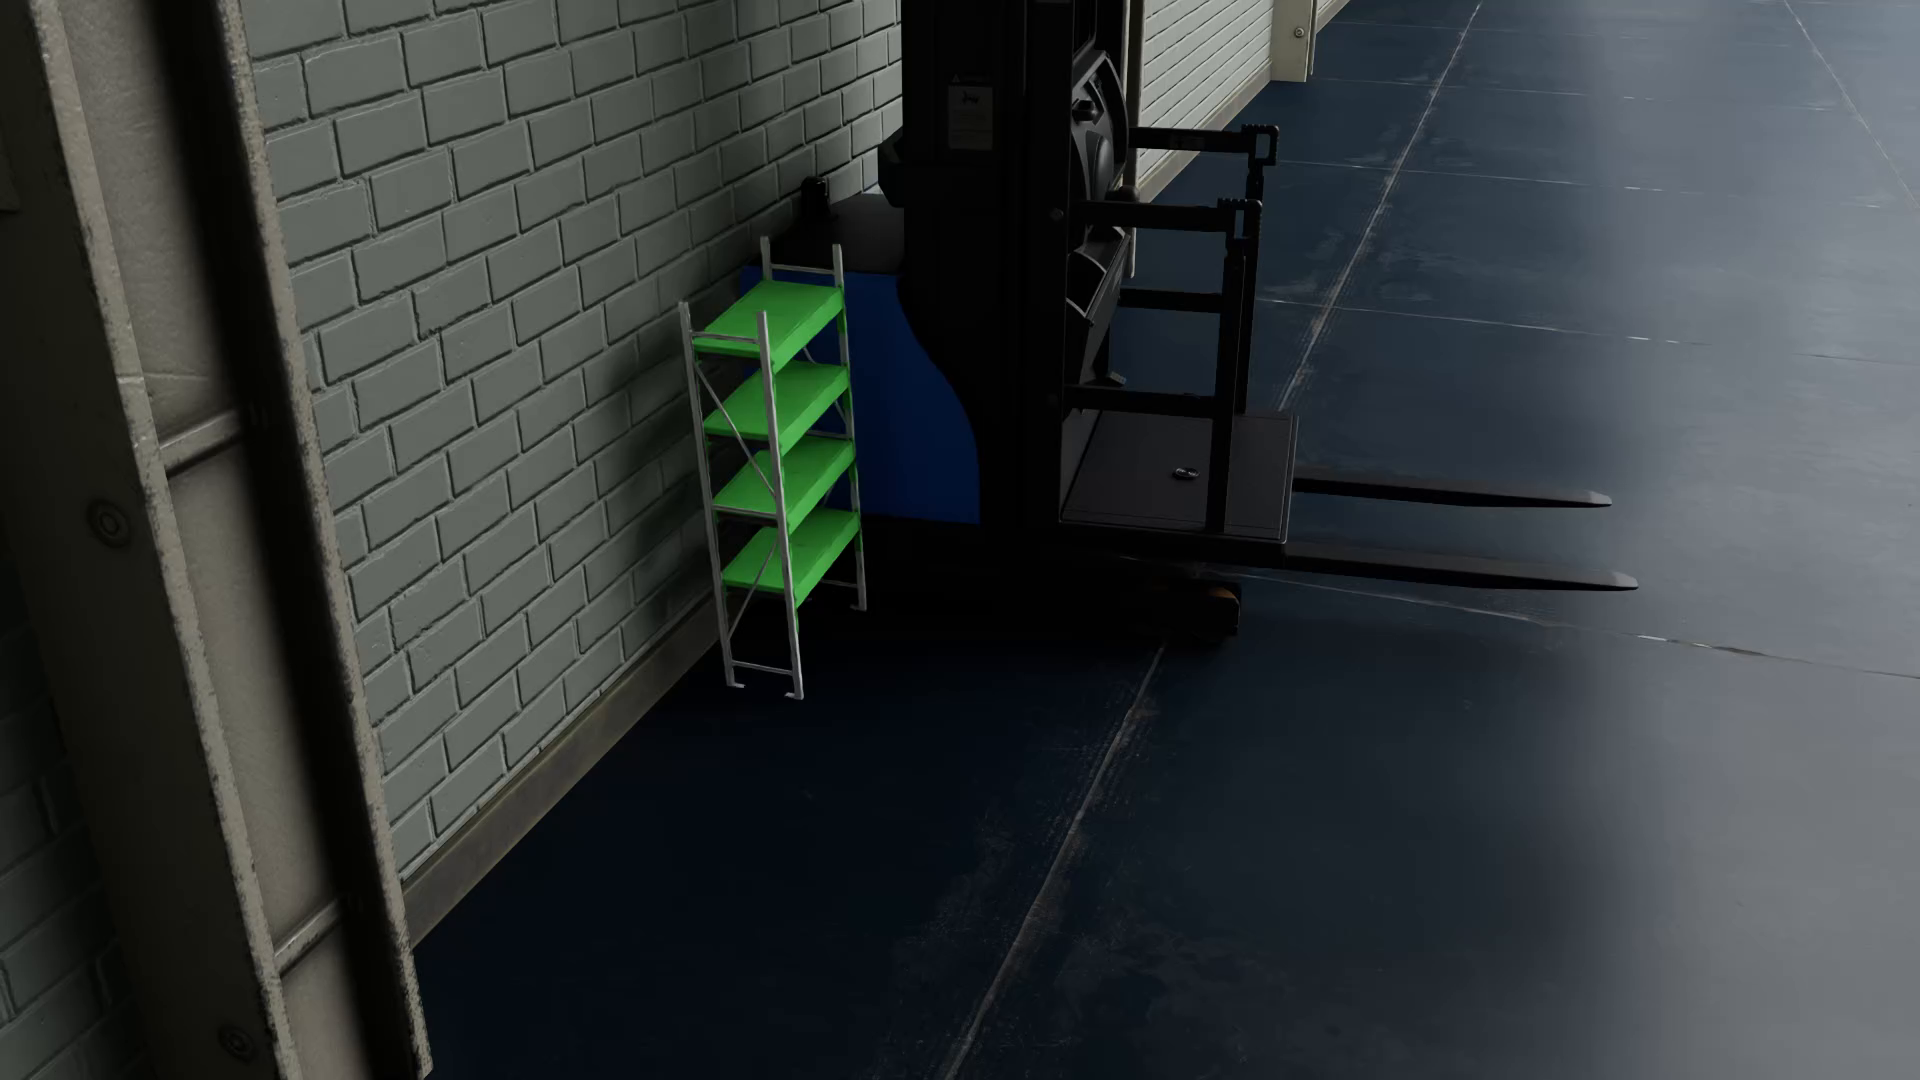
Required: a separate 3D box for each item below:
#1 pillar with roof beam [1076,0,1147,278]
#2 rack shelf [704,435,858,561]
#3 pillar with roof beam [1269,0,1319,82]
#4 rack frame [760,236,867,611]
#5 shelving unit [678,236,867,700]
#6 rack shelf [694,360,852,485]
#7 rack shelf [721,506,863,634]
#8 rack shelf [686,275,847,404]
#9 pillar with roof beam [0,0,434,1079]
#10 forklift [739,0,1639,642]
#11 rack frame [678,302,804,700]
[{"bbox_3d":[4.747,-4.734,5.201,9.100,9.000,0.400,9,27,17],"label":"pillar with roof beam"},{"bbox_3d":[-0.503,-0.140,4.758,0.258,0.148,0.480,9,32,17],"label":"rack shelf"},{"bbox_3d":[6.744,-7.200,10.293,9.100,9.000,0.400,9,27,17],"label":"pillar with roof beam"},{"bbox_3d":[-0.425,-0.314,4.922,0.240,1.200,0.015,9,32,17],"label":"rack frame"},{"bbox_3d":[-0.506,-0.195,4.725,0.258,1.200,0.503,9,32,17],"label":"shelving unit"},{"bbox_3d":[-0.511,-0.346,4.636,0.258,0.148,0.480,9,32,17],"label":"rack shelf"},{"bbox_3d":[-0.496,0.067,4.880,0.258,0.148,0.480,9,32,17],"label":"rack shelf"},{"bbox_3d":[-0.519,-0.553,4.513,0.258,0.148,0.480,9,32,17],"label":"rack shelf"},{"bbox_3d":[2.751,-2.268,0.108,9.100,9.000,0.400,9,27,17],"label":"pillar with roof beam"},{"bbox_3d":[0.612,-1.260,4.990,3.031,2.935,1.130,5,26,11],"label":"forklift"},{"bbox_3d":[-0.586,-0.075,4.528,0.240,1.200,0.015,9,32,17],"label":"rack frame"}]
